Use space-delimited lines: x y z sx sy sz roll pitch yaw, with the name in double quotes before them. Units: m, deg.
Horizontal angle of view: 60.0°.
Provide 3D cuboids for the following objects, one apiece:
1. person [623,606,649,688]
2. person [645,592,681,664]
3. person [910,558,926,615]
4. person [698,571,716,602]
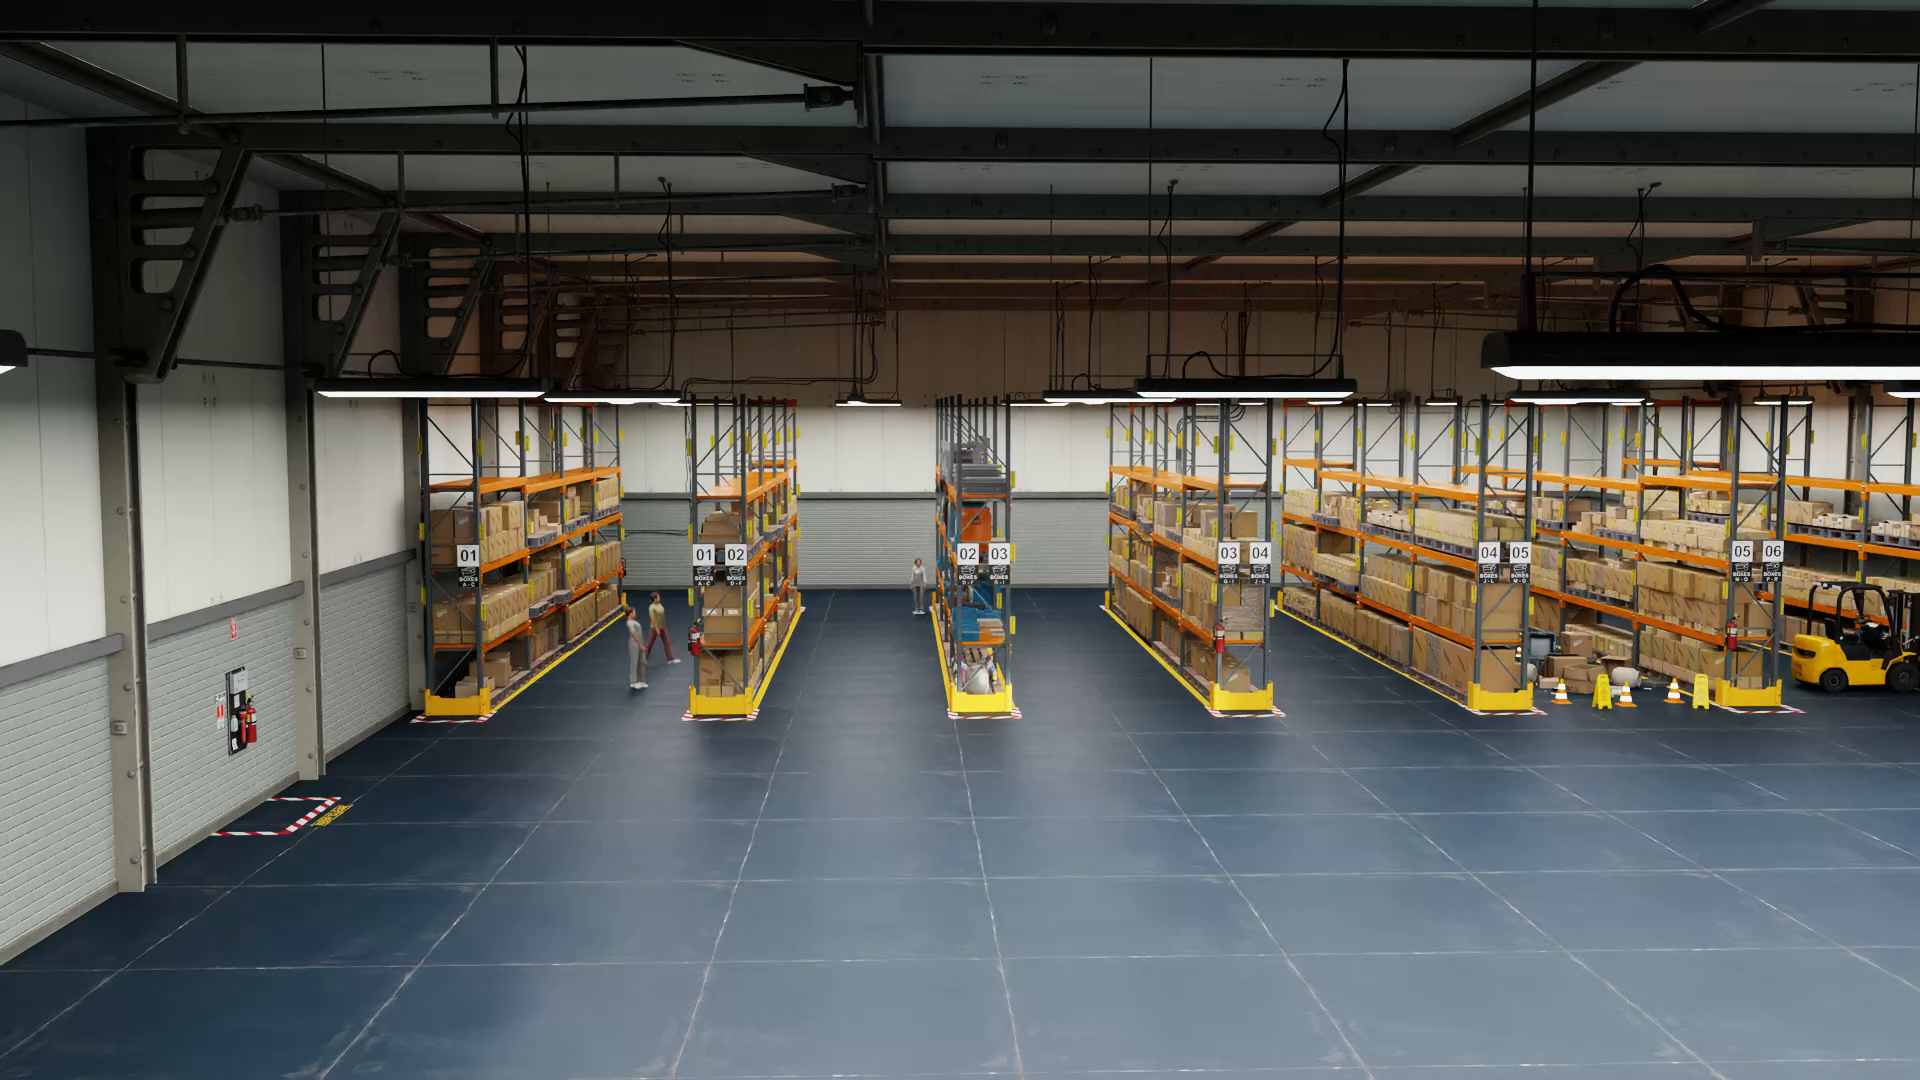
"person" -6.637 2.217 34.154 0.540 1.710 0.473 2 5 20
"person" -6.742 1.972 37.242 0.864 1.627 0.539 3 5 34
"person" -1.152 1.285 46.350 0.441 1.599 0.368 2 5 29
"person" -6.670 1.384 43.894 0.532 1.701 1.030 0 5 3
